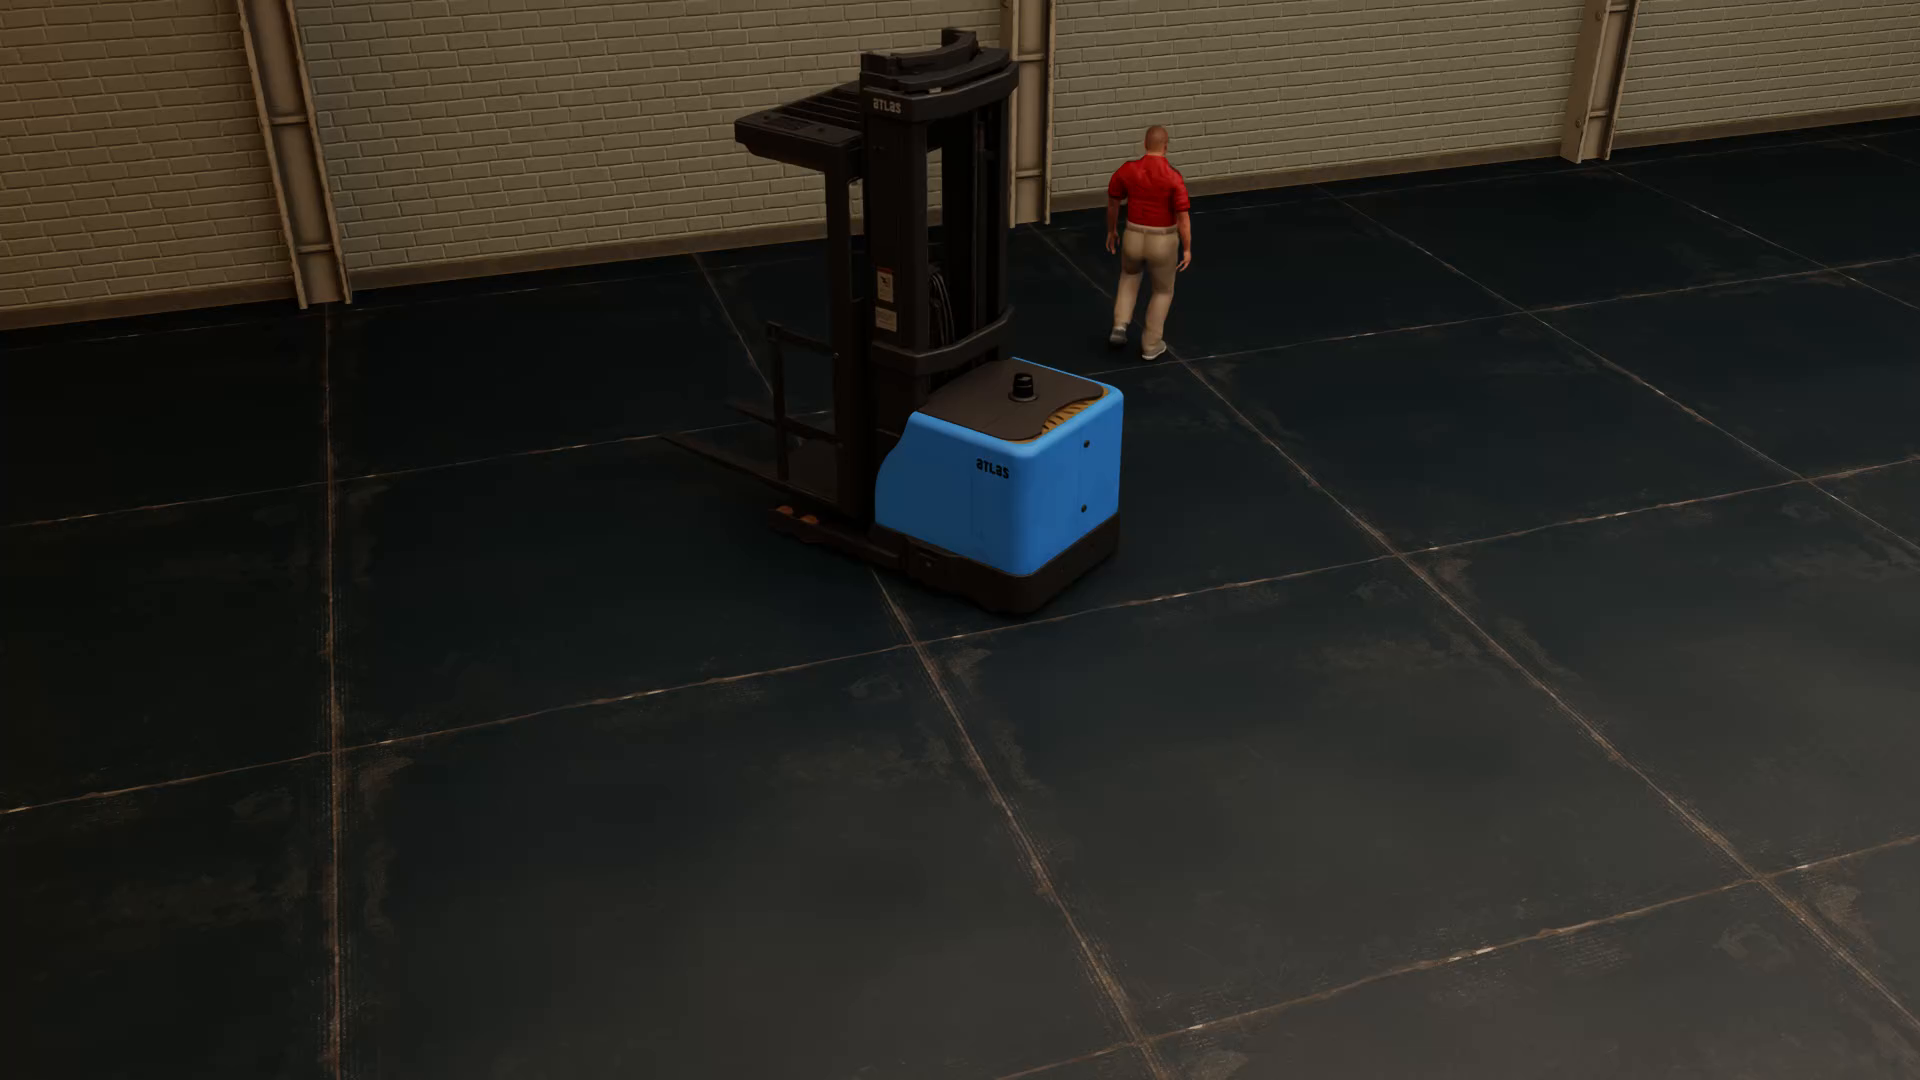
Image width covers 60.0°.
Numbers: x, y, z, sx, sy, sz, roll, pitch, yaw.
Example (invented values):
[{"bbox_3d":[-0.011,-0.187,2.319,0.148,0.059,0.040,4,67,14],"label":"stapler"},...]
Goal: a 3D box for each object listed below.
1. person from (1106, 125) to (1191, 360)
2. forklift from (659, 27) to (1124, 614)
[{"bbox_3d":[1.393,-2.176,12.113,0.666,1.726,0.467,13,33,22],"label":"person"},{"bbox_3d":[-0.544,-1.442,9.593,3.031,2.935,1.130,21,36,31],"label":"forklift"}]
